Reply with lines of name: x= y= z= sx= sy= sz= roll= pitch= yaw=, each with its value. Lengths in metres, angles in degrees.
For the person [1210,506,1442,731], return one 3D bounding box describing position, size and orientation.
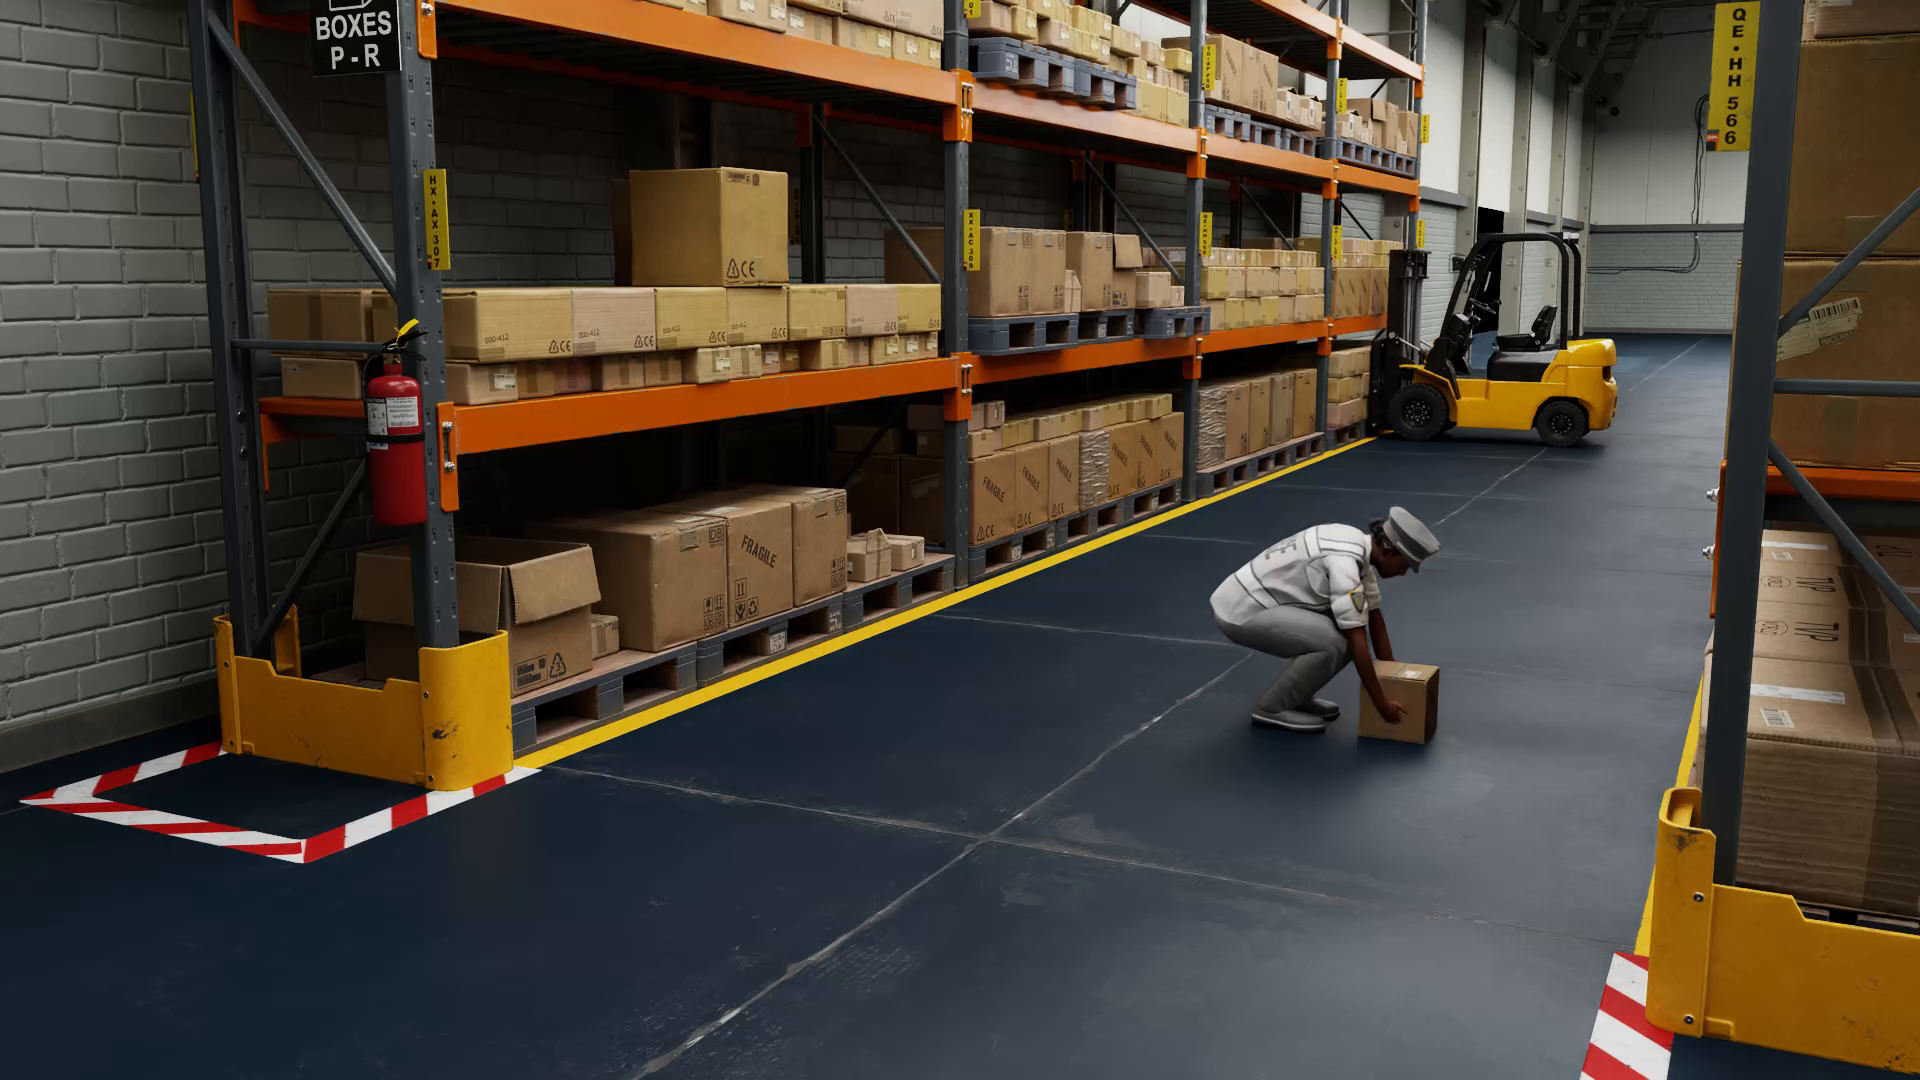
person: x=1.426 y=0.297 z=6.530 sx=0.864 sy=0.877 sz=0.472 roll=5 pitch=10 yaw=26
